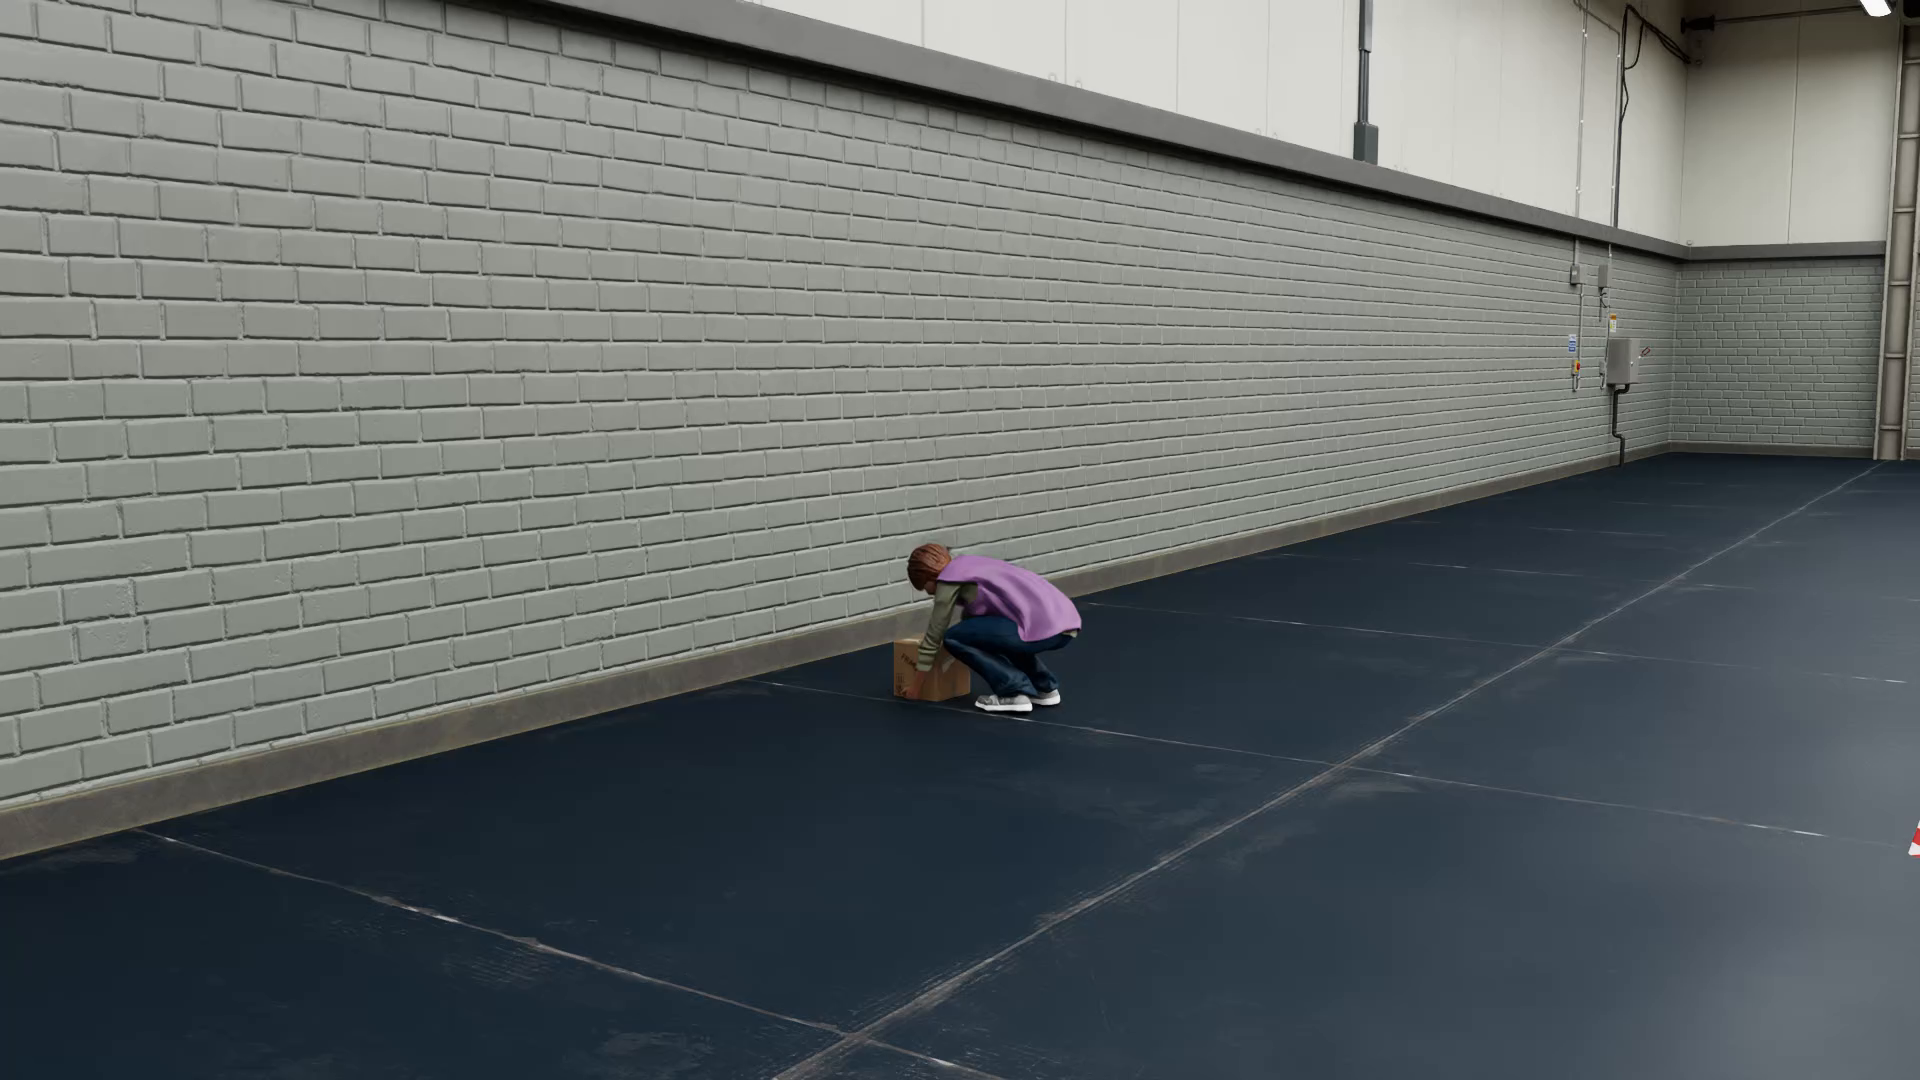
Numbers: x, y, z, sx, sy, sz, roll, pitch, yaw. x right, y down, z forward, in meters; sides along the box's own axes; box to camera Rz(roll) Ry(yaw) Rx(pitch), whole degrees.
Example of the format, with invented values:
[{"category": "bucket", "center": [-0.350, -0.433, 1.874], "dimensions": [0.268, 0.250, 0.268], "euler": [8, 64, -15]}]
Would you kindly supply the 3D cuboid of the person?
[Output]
[{"category": "person", "center": [0.135, 0.413, 7.335], "dimensions": [0.831, 0.754, 0.435], "euler": [5, 8, 36]}]
